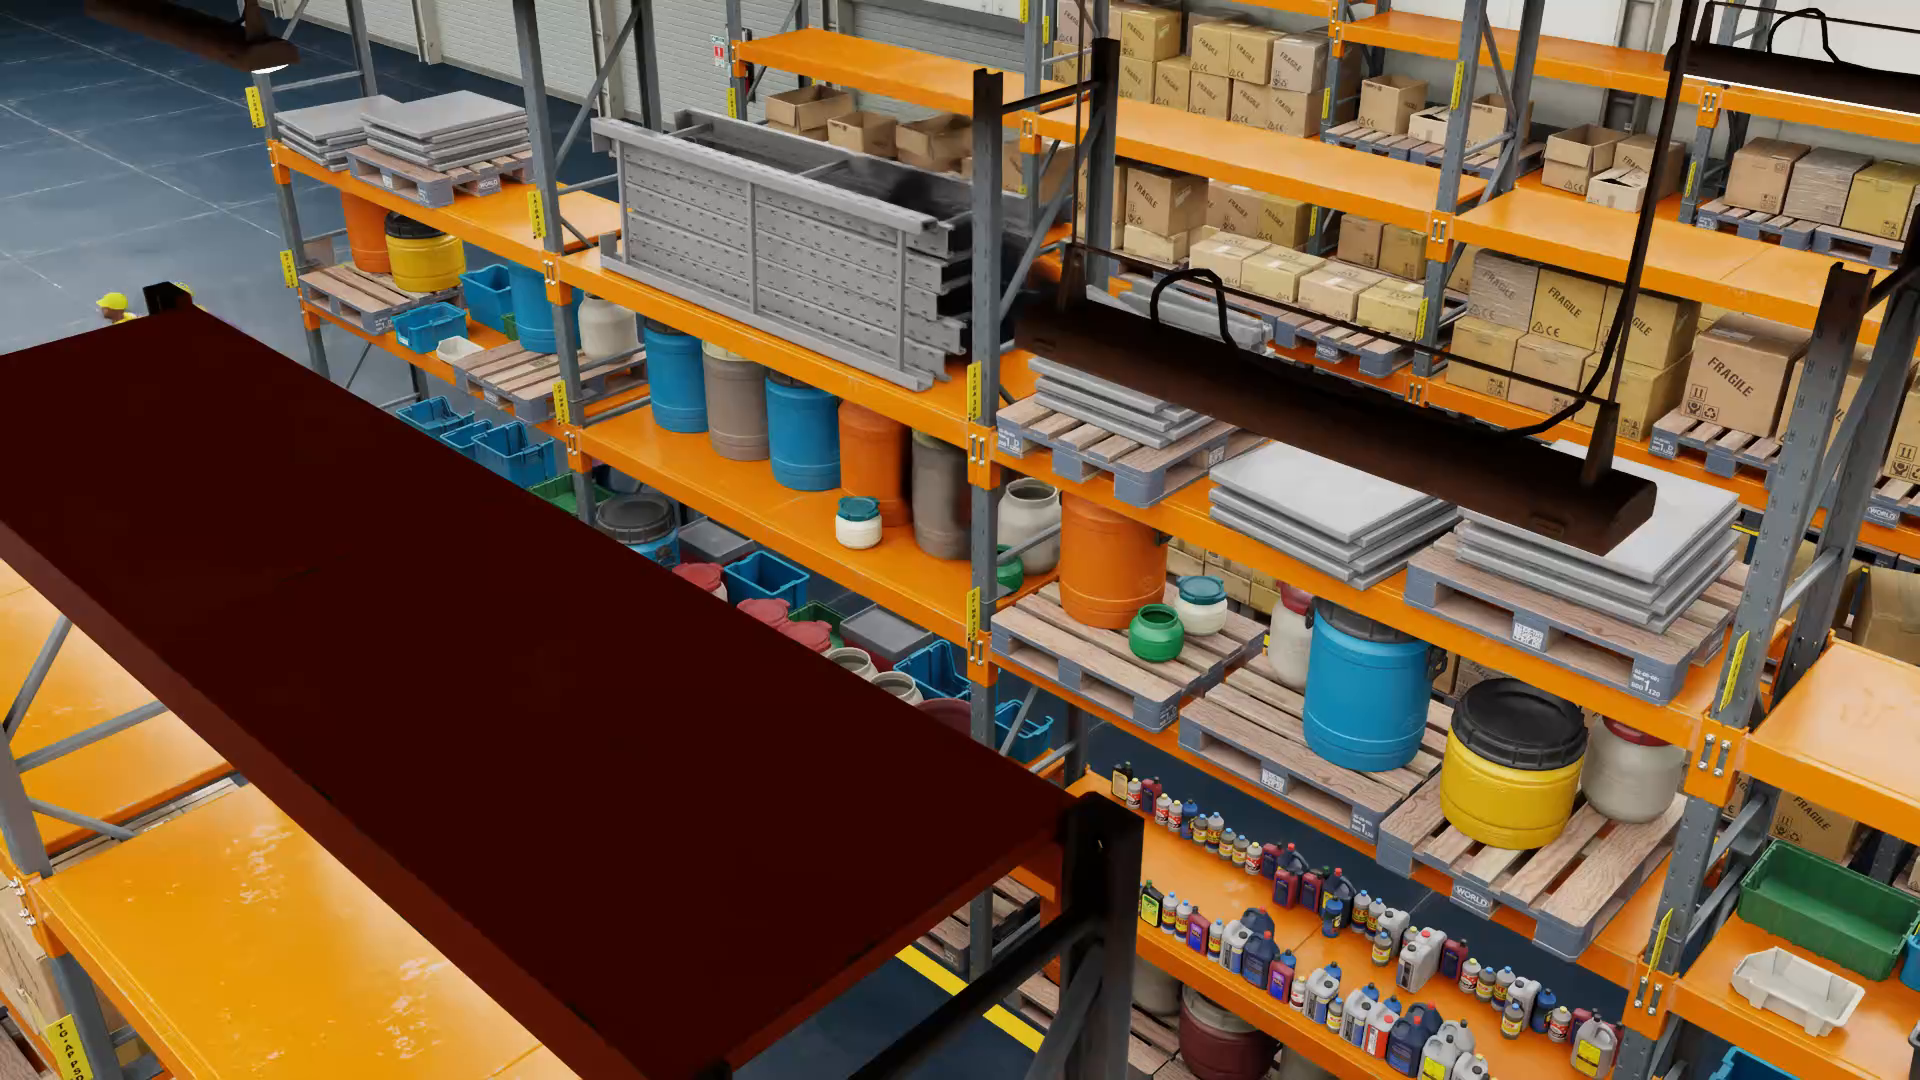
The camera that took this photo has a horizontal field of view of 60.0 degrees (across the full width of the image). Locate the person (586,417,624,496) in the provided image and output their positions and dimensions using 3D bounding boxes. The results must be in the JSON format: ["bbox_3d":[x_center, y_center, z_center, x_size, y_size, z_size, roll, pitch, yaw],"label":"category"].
[{"bbox_3d":[-3.458,-0.744,15.974,0.812,1.588,0.538,14,32,24],"label":"person"}]

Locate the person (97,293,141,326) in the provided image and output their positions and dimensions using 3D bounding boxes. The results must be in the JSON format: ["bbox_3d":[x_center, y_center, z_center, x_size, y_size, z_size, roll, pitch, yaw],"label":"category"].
[{"bbox_3d":[-8.811,-1.754,17.577,0.689,1.804,0.675,-11,31,-19],"label":"person"}]
